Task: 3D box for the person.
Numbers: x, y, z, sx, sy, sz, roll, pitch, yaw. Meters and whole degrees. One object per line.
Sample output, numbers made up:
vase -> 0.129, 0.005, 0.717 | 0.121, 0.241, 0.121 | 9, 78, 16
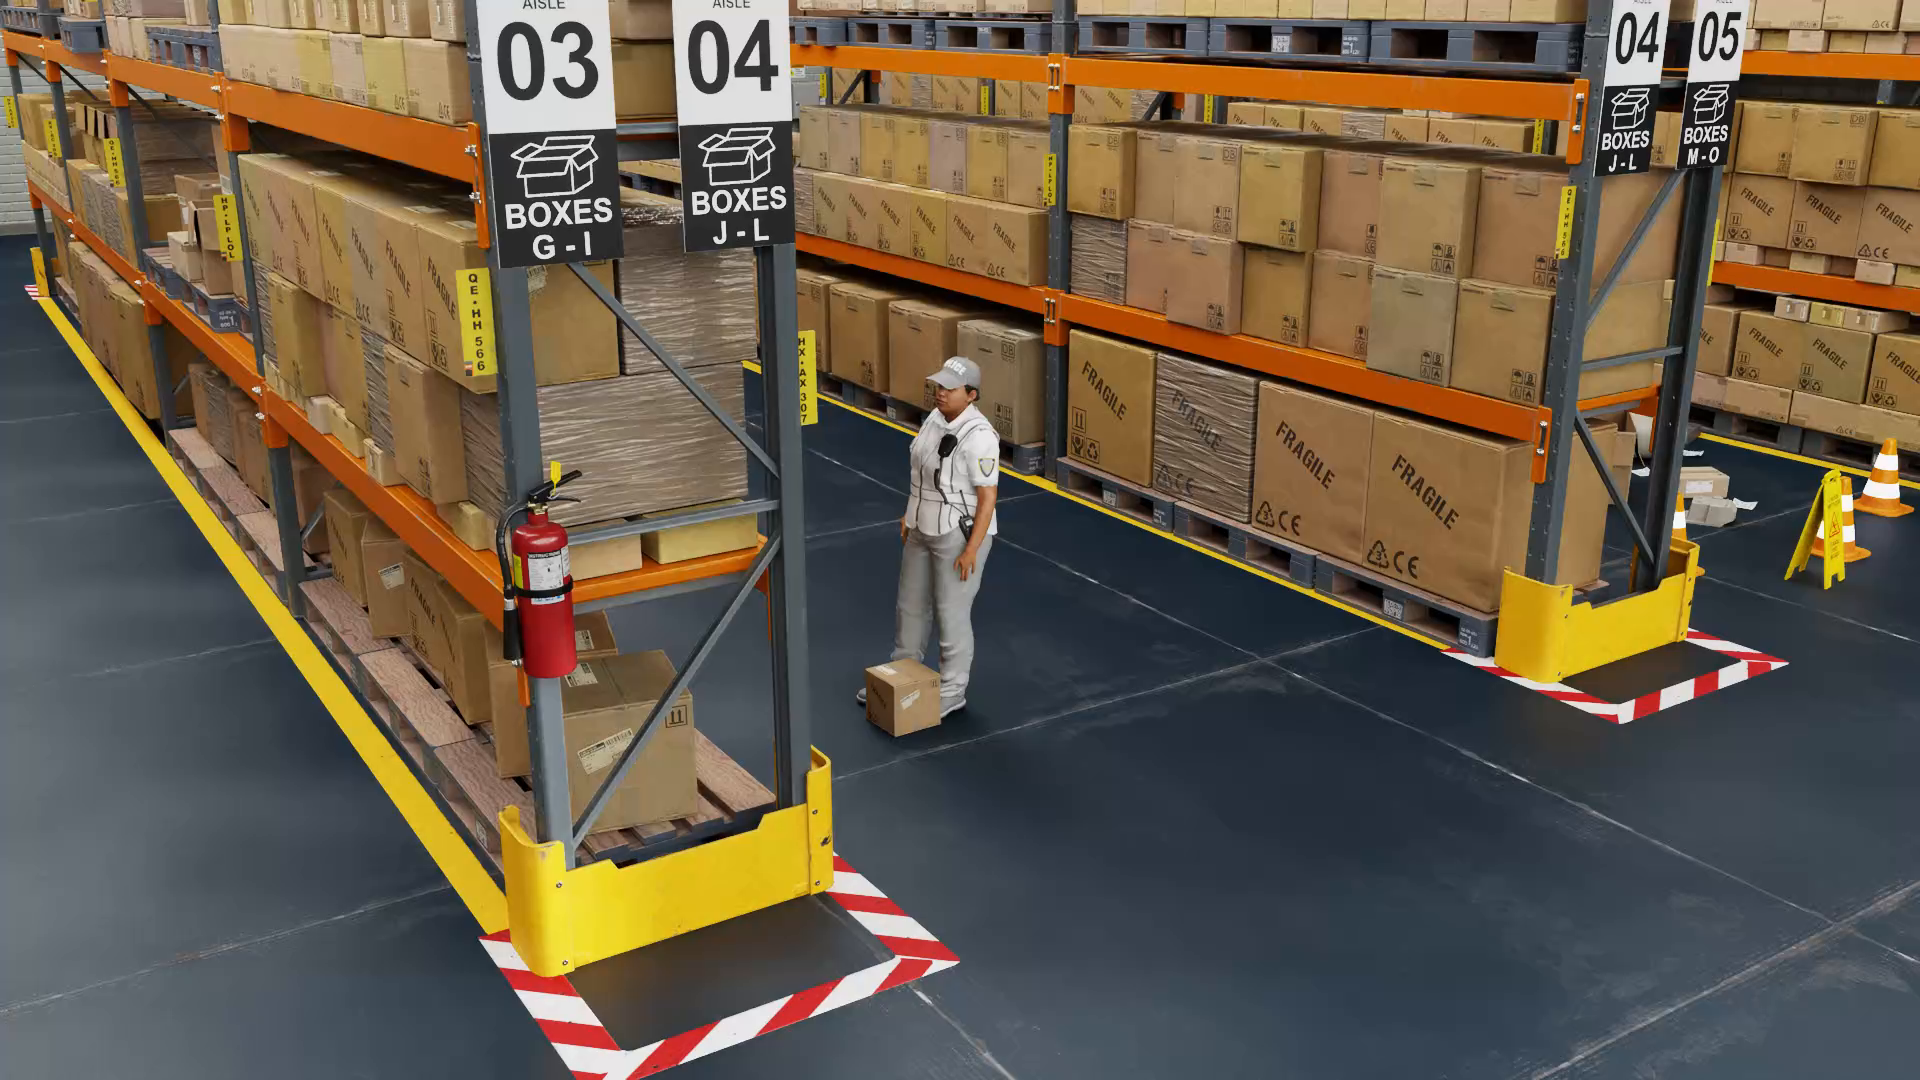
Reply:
person -> -0.129, -0.006, 7.535 | 0.529, 1.670, 0.597 | -12, 21, -31
